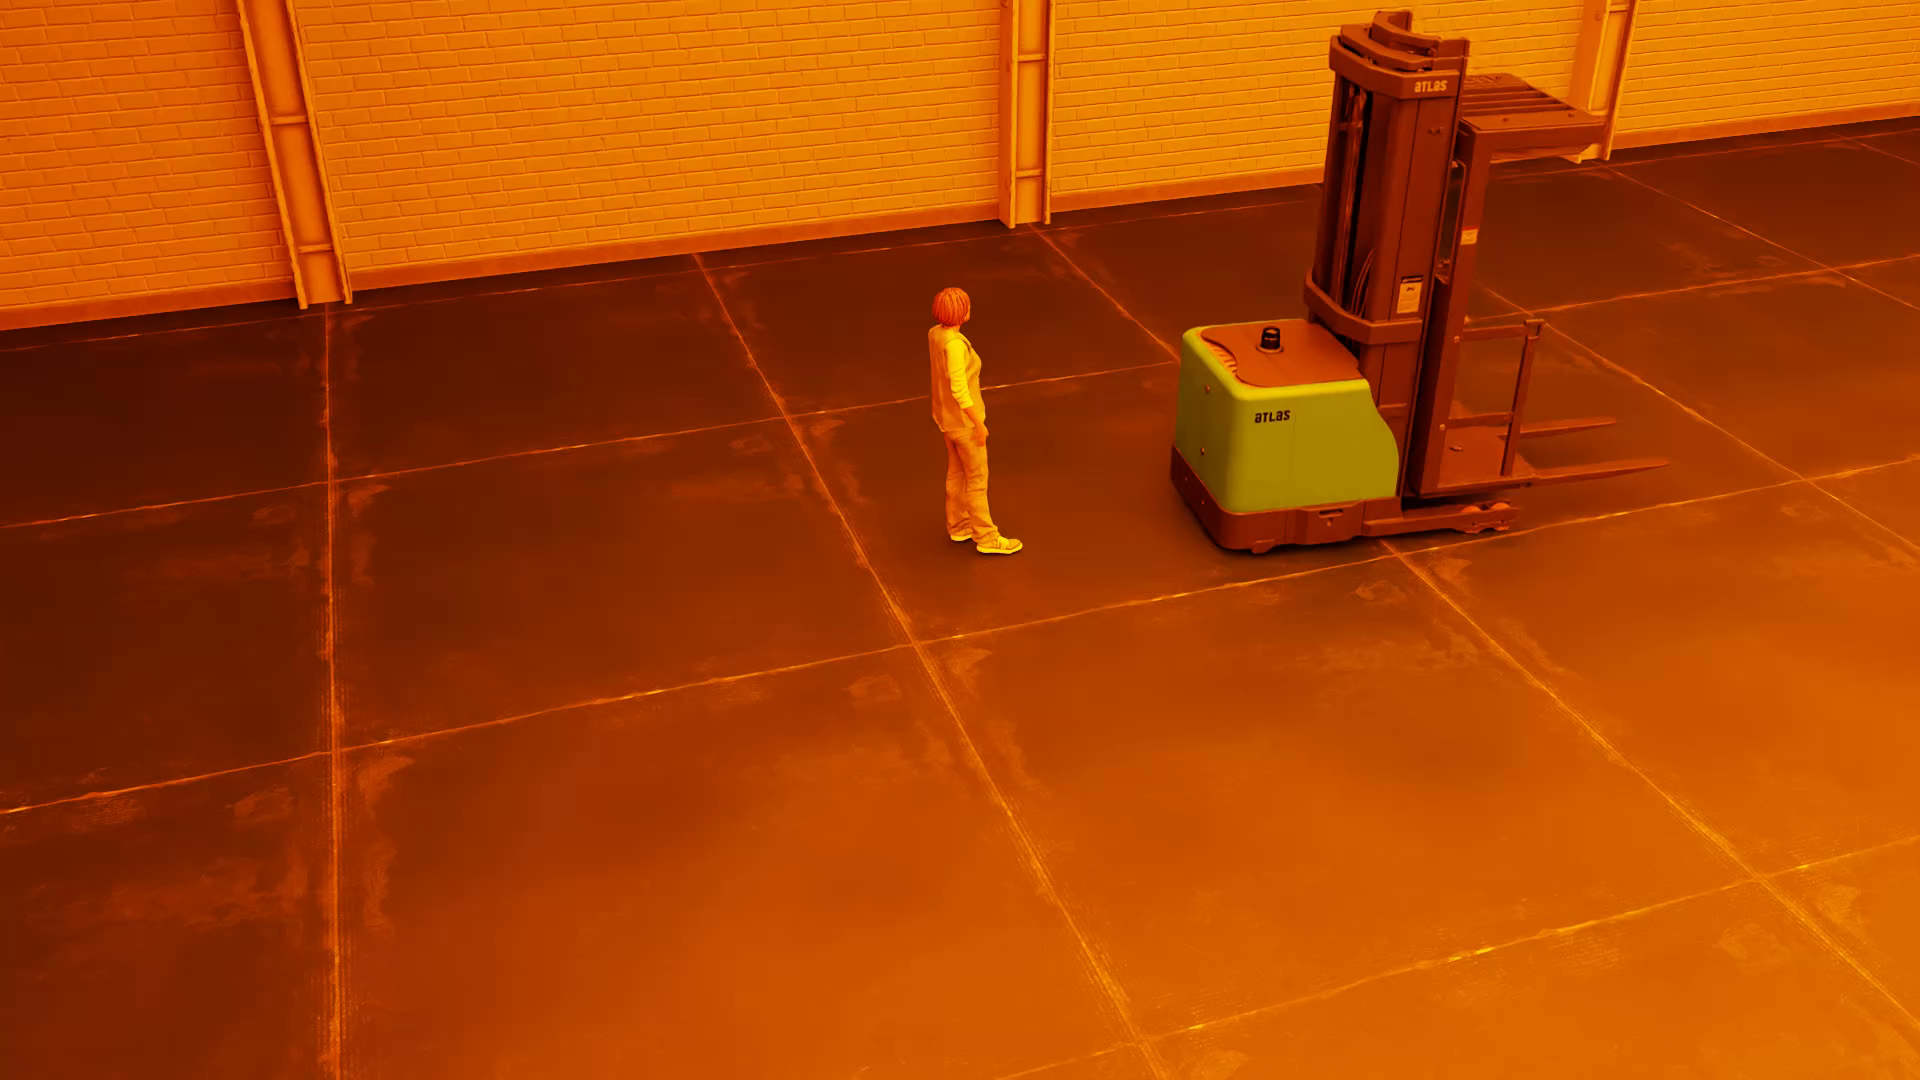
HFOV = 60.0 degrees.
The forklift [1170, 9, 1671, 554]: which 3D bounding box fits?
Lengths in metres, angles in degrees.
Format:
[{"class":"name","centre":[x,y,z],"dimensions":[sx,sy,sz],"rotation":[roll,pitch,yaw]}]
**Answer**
[{"class":"forklift","centre":[2.909,-1.558,9.796],"dimensions":[3.031,2.935,1.130],"rotation":[-6,31,-11]}]

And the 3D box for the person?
[{"class":"person","centre":[0.075,-0.704,9.633],"dimensions":[0.473,1.599,0.520],"rotation":[-10,31,-16]}]
